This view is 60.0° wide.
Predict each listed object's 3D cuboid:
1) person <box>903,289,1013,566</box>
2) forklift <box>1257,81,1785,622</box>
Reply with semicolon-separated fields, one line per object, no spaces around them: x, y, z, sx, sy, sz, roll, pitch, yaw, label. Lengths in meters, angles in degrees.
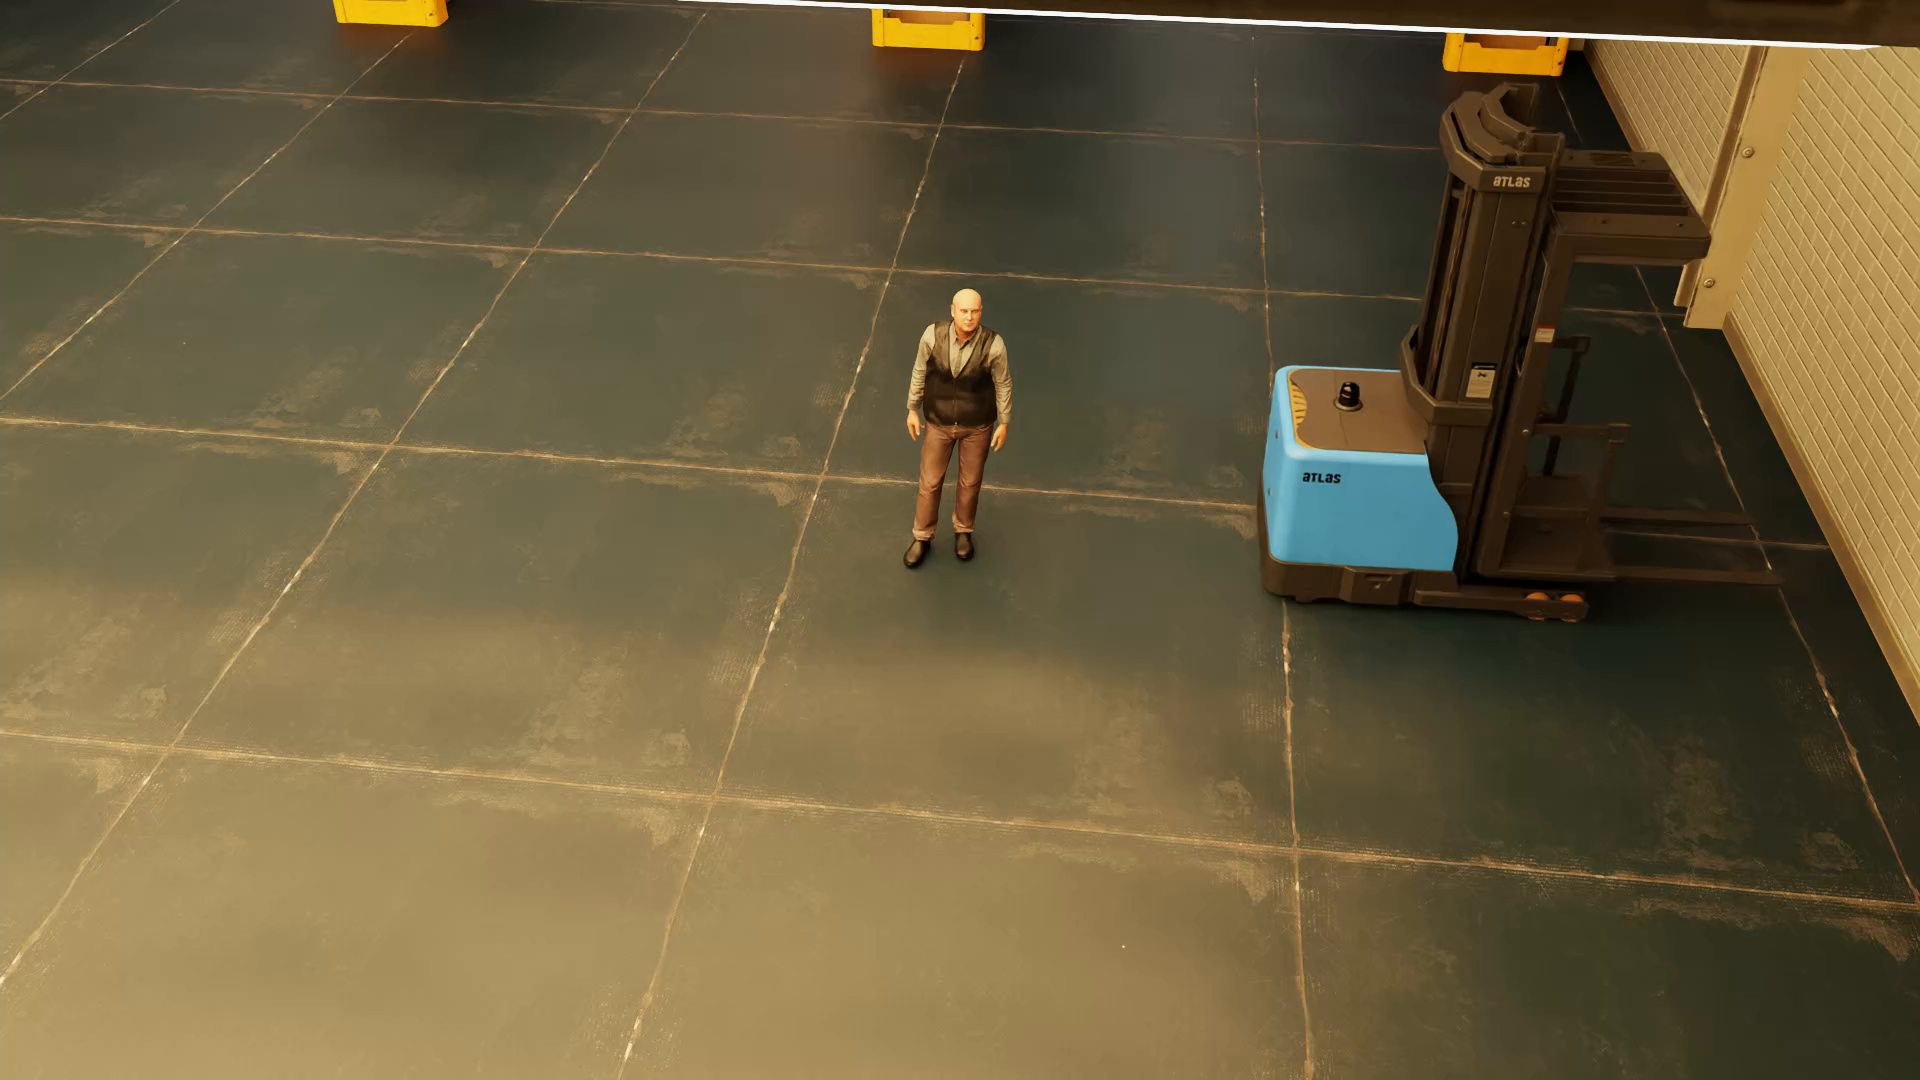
-0.016;-0.663;9.936;0.632;1.720;0.568;4;37;6;person
3.378;-1.025;9.420;3.031;2.935;1.130;3;37;4;forklift
